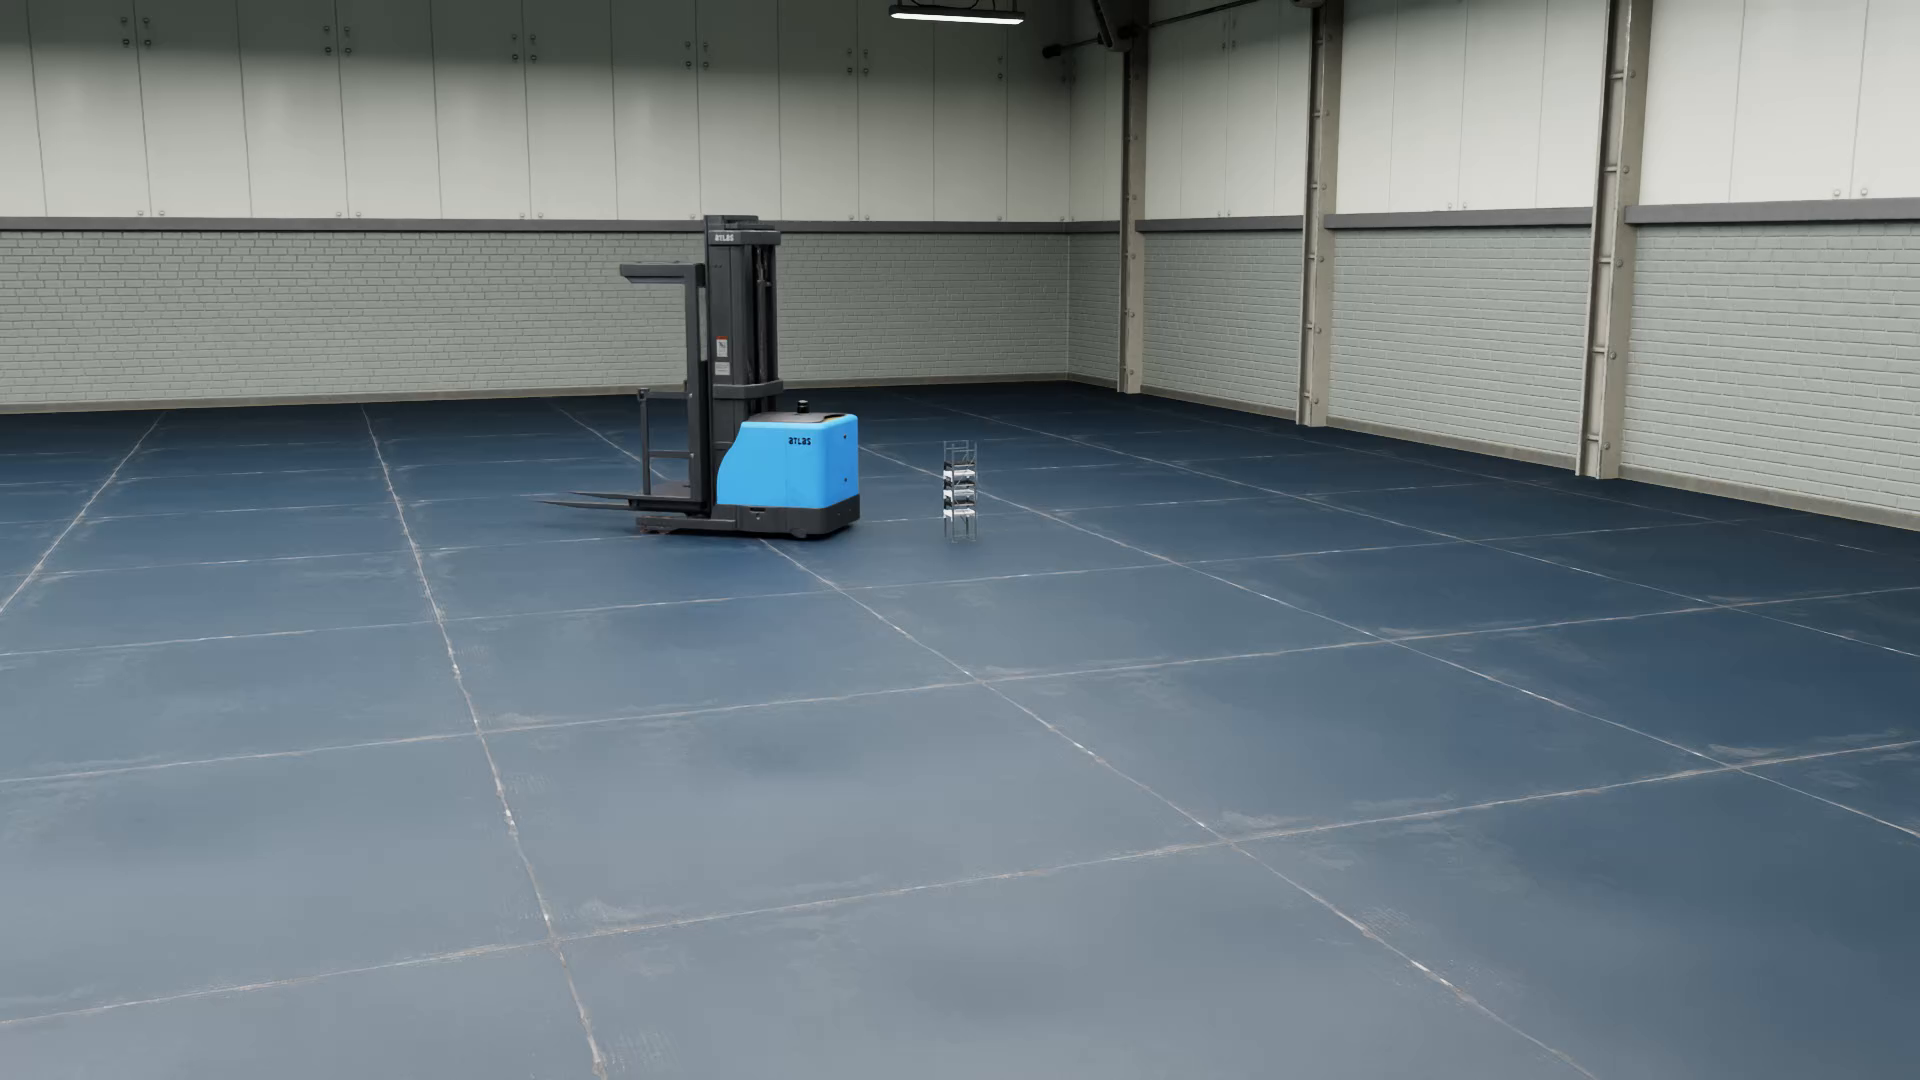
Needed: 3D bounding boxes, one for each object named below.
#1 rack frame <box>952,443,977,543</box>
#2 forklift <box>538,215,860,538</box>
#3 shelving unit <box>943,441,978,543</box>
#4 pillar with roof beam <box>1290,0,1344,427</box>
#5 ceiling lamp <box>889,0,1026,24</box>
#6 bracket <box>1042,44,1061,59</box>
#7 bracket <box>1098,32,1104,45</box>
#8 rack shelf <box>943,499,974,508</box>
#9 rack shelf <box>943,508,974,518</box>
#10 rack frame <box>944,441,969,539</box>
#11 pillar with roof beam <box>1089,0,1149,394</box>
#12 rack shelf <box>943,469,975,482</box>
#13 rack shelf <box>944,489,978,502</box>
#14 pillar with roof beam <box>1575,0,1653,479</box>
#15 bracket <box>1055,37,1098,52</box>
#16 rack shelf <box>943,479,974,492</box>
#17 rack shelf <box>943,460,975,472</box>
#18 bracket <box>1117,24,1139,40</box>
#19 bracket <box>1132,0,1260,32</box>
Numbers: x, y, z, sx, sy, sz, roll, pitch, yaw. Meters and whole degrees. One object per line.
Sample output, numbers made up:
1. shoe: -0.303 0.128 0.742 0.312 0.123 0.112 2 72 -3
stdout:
1. rack frame: 0.040 -0.425 15.070 0.240 0.900 0.006 -4 11 -21
2. forklift: -2.537 -1.580 15.766 3.031 2.935 1.130 3 10 16
3. shelving unit: 0.003 -0.442 15.164 0.258 0.900 0.210 -4 11 -21
4. pillar with roof beam: 1.264 -5.881 22.617 9.100 9.000 0.548 -4 11 -21
5. ceiling lamp: -0.121 -9.062 23.832 2.000 3.185 0.800 -4 11 -21
6. bracket: 1.762 -9.338 31.772 0.235 0.232 0.430 -4 11 -21
7. bracket: 2.621 -8.951 29.597 0.235 0.232 0.430 -4 11 -21
8. rack shelf: 0.003 -0.320 15.185 0.258 0.077 0.200 -4 11 -21
9. rack shelf: 0.003 -0.232 15.201 0.258 0.077 0.200 -4 11 -21
10. rack frame: -0.034 -0.458 15.257 0.240 0.900 0.006 -4 11 -21
11. pillar with roof beam: -0.910 -6.860 28.123 9.100 9.000 0.548 -4 11 -21
12. rack shelf: 0.003 -0.586 15.138 0.258 0.077 0.200 -4 11 -21
13. rack shelf: 0.003 -0.409 15.170 0.258 0.077 0.200 -4 11 -21
14. pillar with roof beam: 3.439 -4.902 17.111 9.100 9.000 0.400 -4 11 -21
15. bracket: 1.976 -9.241 31.230 0.076 0.066 3.189 -4 11 -21
16. rack shelf: 0.003 -0.498 15.154 0.258 0.077 0.200 -4 11 -21
17. rack shelf: 0.003 -0.675 15.122 0.258 0.077 0.200 -4 11 -21
18. bracket: 2.922 -8.816 28.836 0.235 0.232 0.430 -4 11 -21
19. bracket: 3.856 -8.395 26.472 0.076 0.066 4.783 -4 11 -21
